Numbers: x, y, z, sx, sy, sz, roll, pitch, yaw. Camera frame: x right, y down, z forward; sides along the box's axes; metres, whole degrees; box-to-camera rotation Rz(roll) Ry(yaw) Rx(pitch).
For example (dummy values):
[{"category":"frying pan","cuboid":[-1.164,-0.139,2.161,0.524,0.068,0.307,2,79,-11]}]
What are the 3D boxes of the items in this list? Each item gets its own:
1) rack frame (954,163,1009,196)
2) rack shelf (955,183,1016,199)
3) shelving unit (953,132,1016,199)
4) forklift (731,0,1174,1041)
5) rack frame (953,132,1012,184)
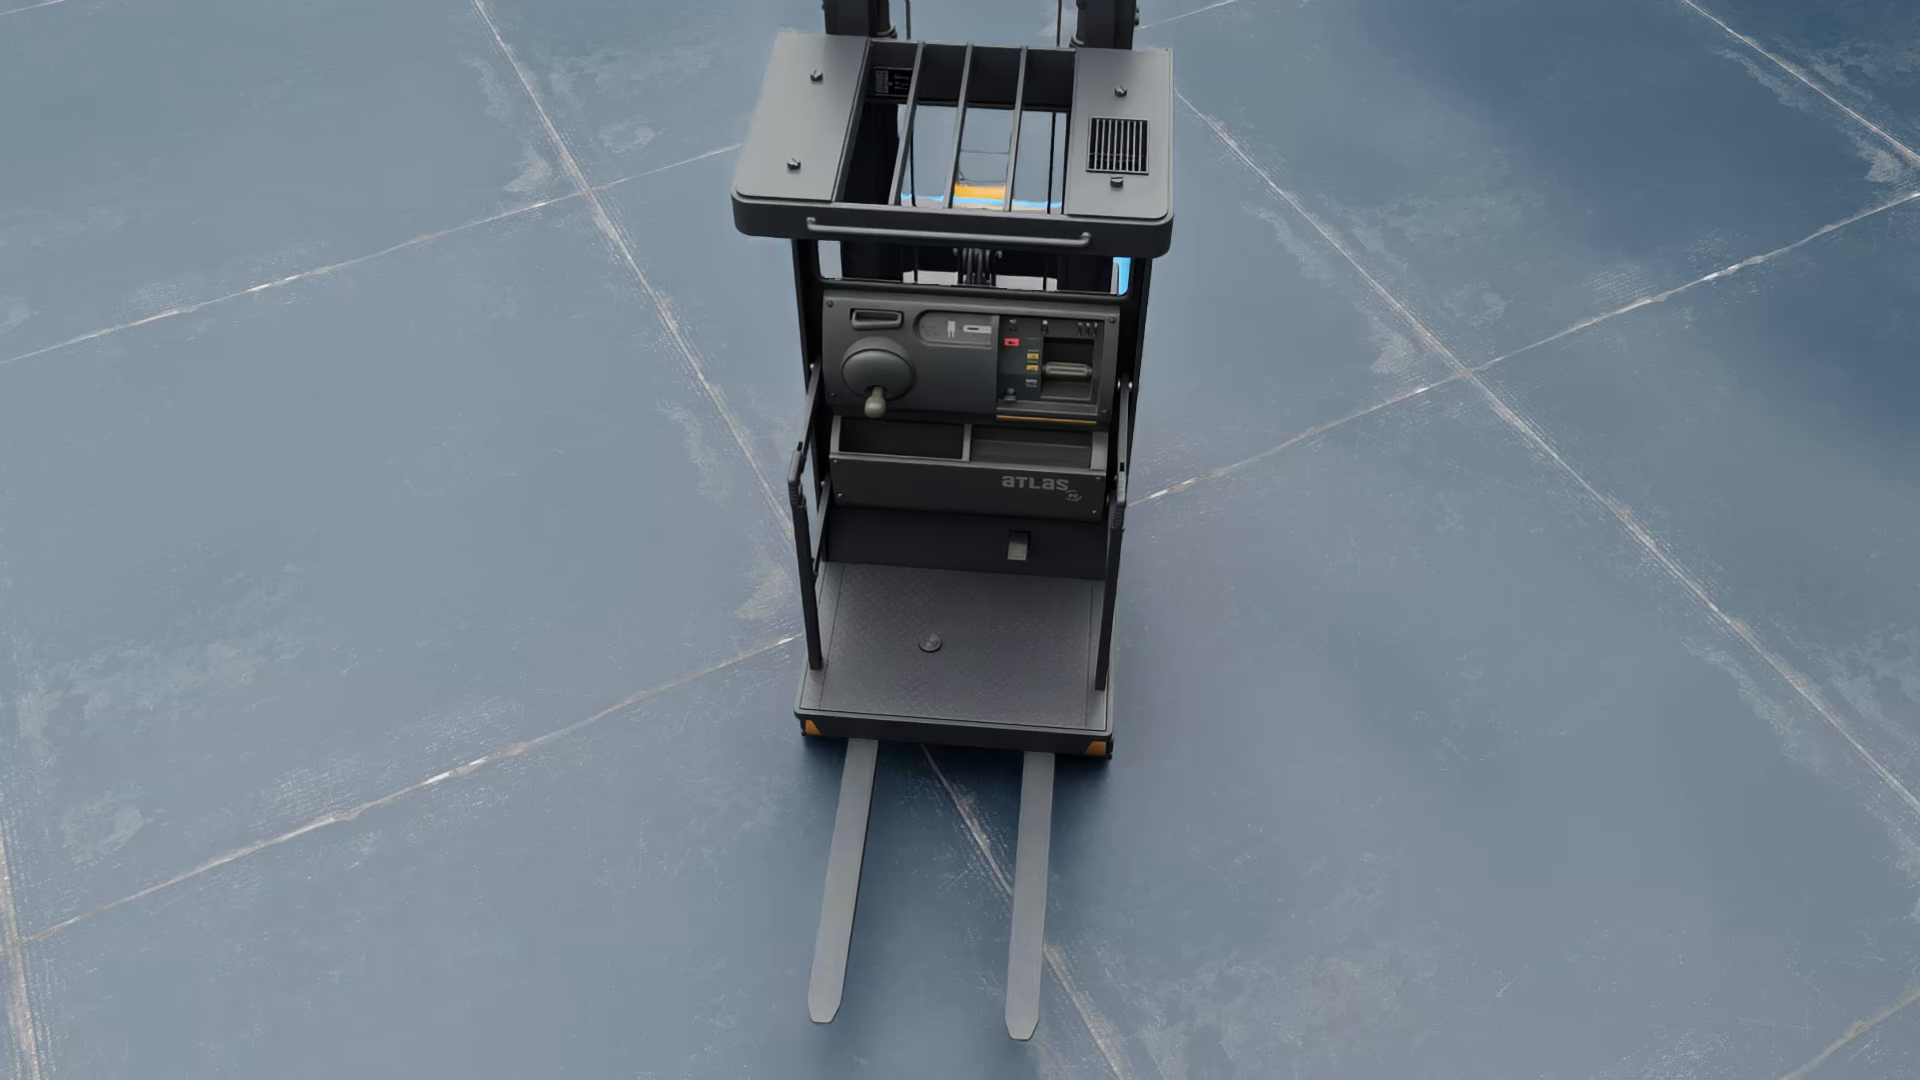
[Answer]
[{"category":"rack frame","cuboid":[0.078,-1.038,6.753,0.240,1.200,0.006,4,49,3]},{"category":"rack shelf","cuboid":[0.086,-1.315,6.576,0.258,0.103,0.180,4,49,3]},{"category":"shelving unit","cuboid":[0.086,-1.107,6.813,0.258,1.200,0.189,4,49,3]},{"category":"forklift","cuboid":[0.014,-0.463,5.100,1.130,2.935,3.031,4,49,3]},{"category":"rack frame","cuboid":[0.094,-1.175,6.873,0.240,1.200,0.006,4,49,3]}]
